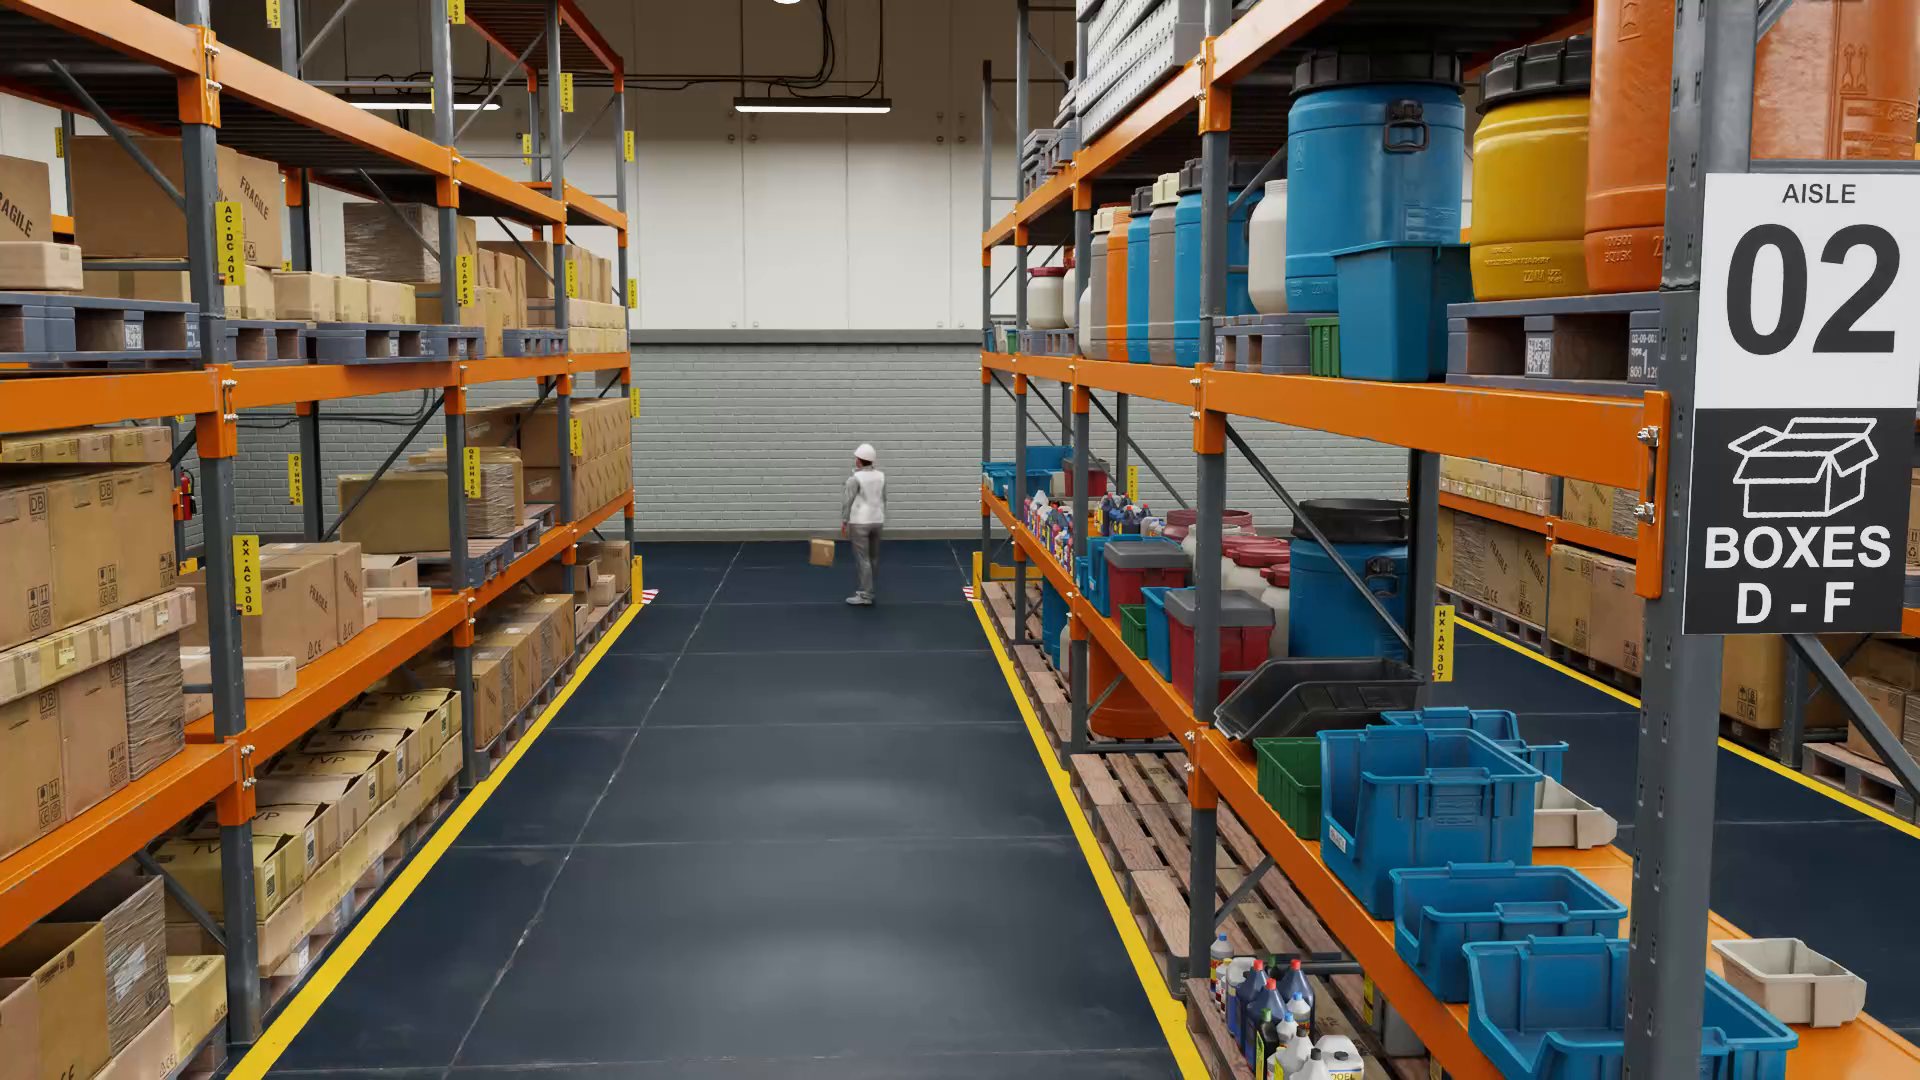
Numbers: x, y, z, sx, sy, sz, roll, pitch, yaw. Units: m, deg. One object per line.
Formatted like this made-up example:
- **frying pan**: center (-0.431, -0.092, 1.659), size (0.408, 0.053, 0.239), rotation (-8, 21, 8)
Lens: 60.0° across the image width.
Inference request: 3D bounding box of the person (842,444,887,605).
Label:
- **person**: center (-1.103, -0.192, 18.642), size (0.614, 1.773, 0.572), rotation (-6, 9, -43)
